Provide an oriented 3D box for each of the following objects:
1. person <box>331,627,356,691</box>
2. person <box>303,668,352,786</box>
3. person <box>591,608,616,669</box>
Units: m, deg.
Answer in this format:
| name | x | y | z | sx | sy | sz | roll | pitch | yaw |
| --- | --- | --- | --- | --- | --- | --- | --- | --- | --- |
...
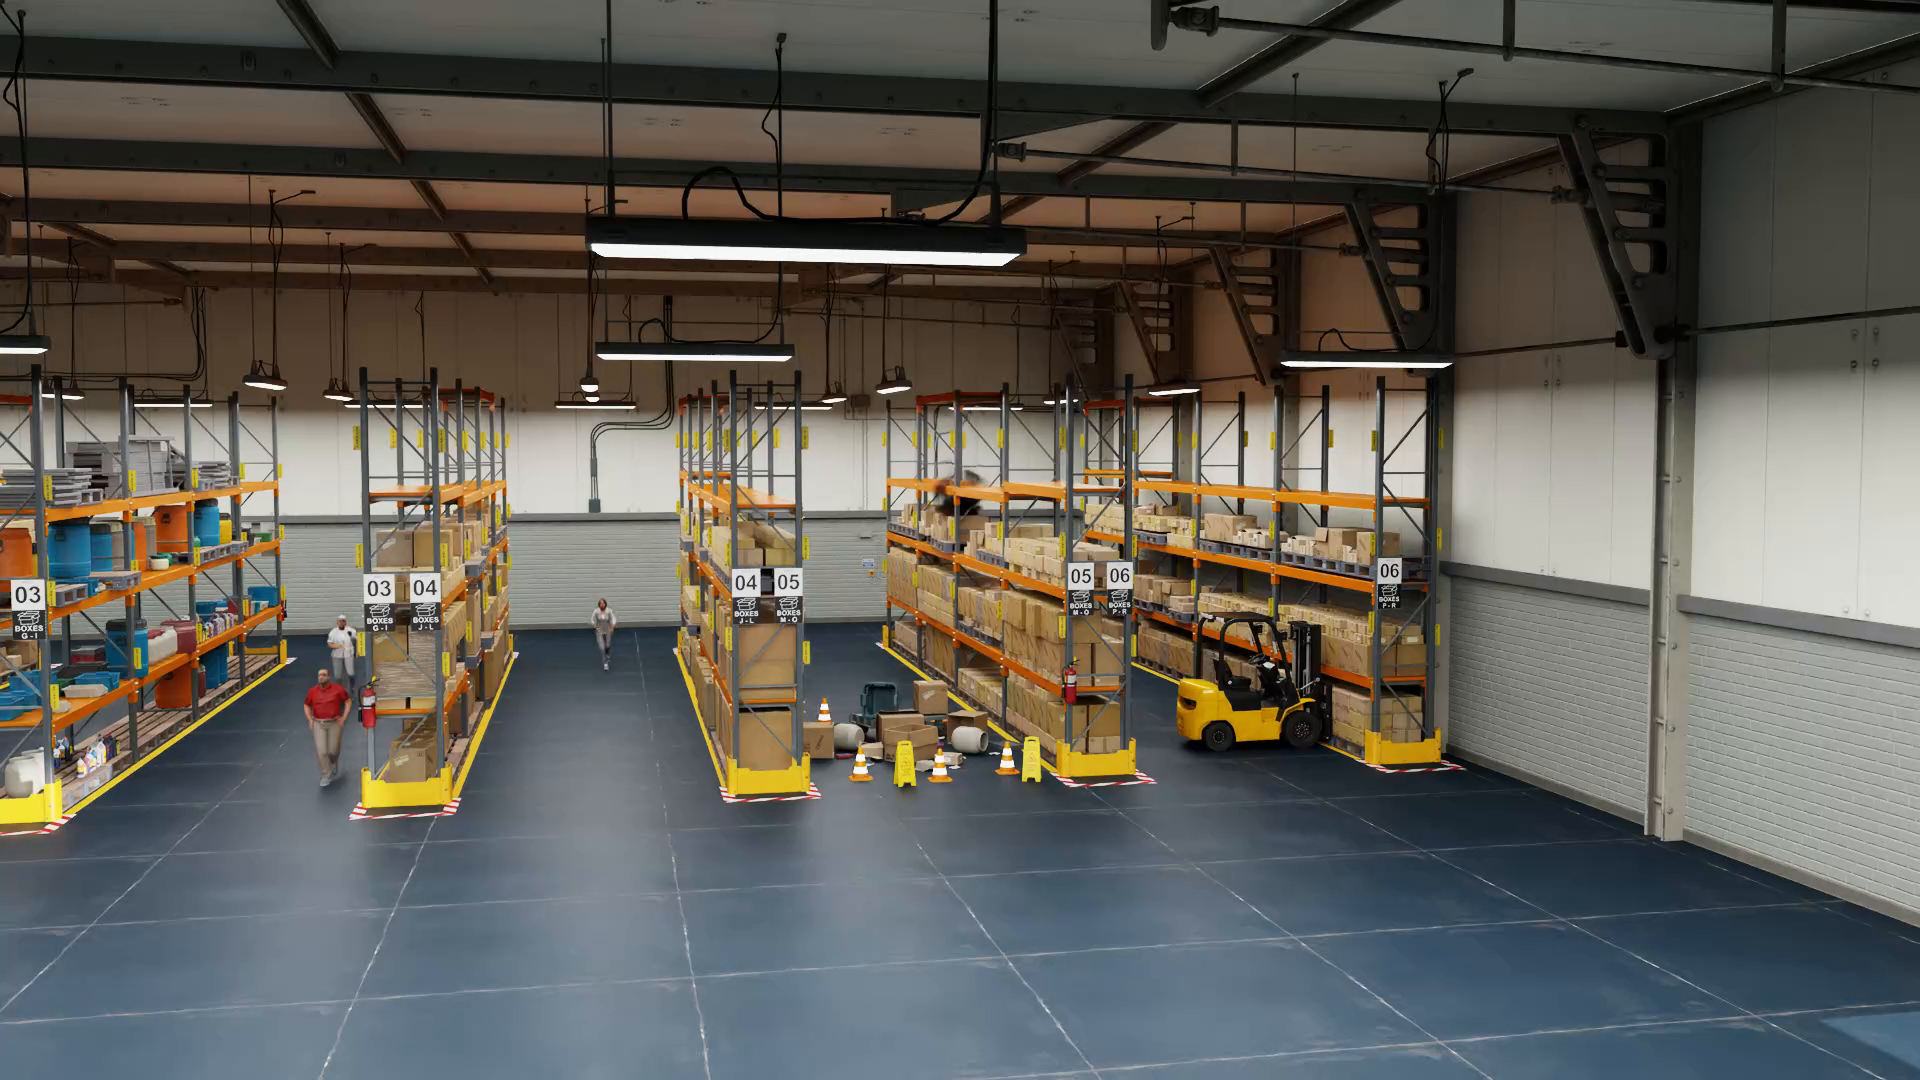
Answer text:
| name | x | y | z | sx | sy | sz | roll | pitch | yaw |
| --- | --- | --- | --- | --- | --- | --- | --- | --- | --- |
| person | -11.869 | 2.341 | 32.040 | 0.451 | 1.326 | 0.579 | -1 | 4 | -20 |
| person | -9.267 | 2.719 | 24.325 | 0.641 | 1.697 | 0.547 | -1 | 3 | -11 |
| person | -7.833 | 2.163 | 36.540 | 0.546 | 1.345 | 0.404 | -1 | 3 | -13 |
